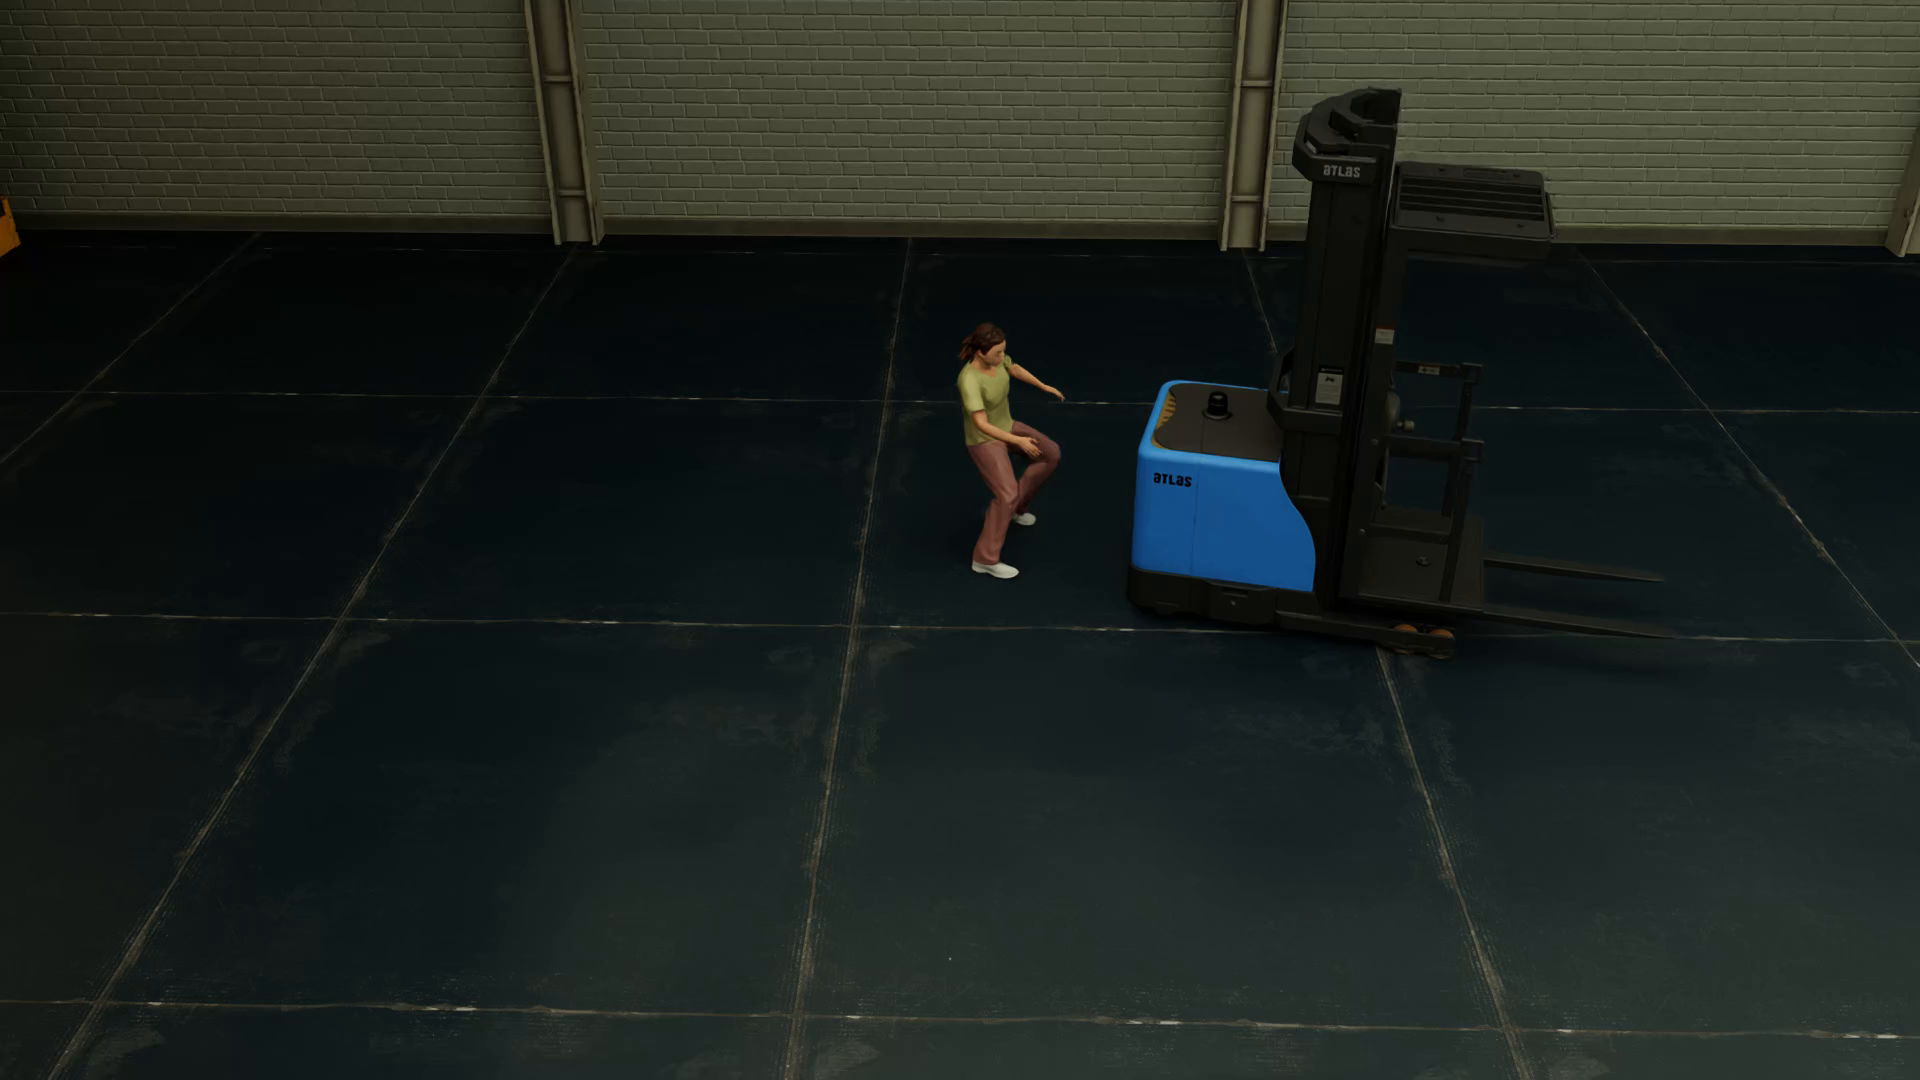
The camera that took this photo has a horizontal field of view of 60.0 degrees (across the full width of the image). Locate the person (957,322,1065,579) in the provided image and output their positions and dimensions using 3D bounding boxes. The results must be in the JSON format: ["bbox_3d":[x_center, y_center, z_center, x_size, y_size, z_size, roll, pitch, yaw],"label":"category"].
[{"bbox_3d":[0.309,-0.618,10.072,0.674,1.495,0.835,16,34,24],"label":"person"}]

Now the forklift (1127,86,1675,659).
[{"bbox_3d":[2.556,-0.892,9.128,3.031,2.935,1.130,8,31,13],"label":"forklift"}]
